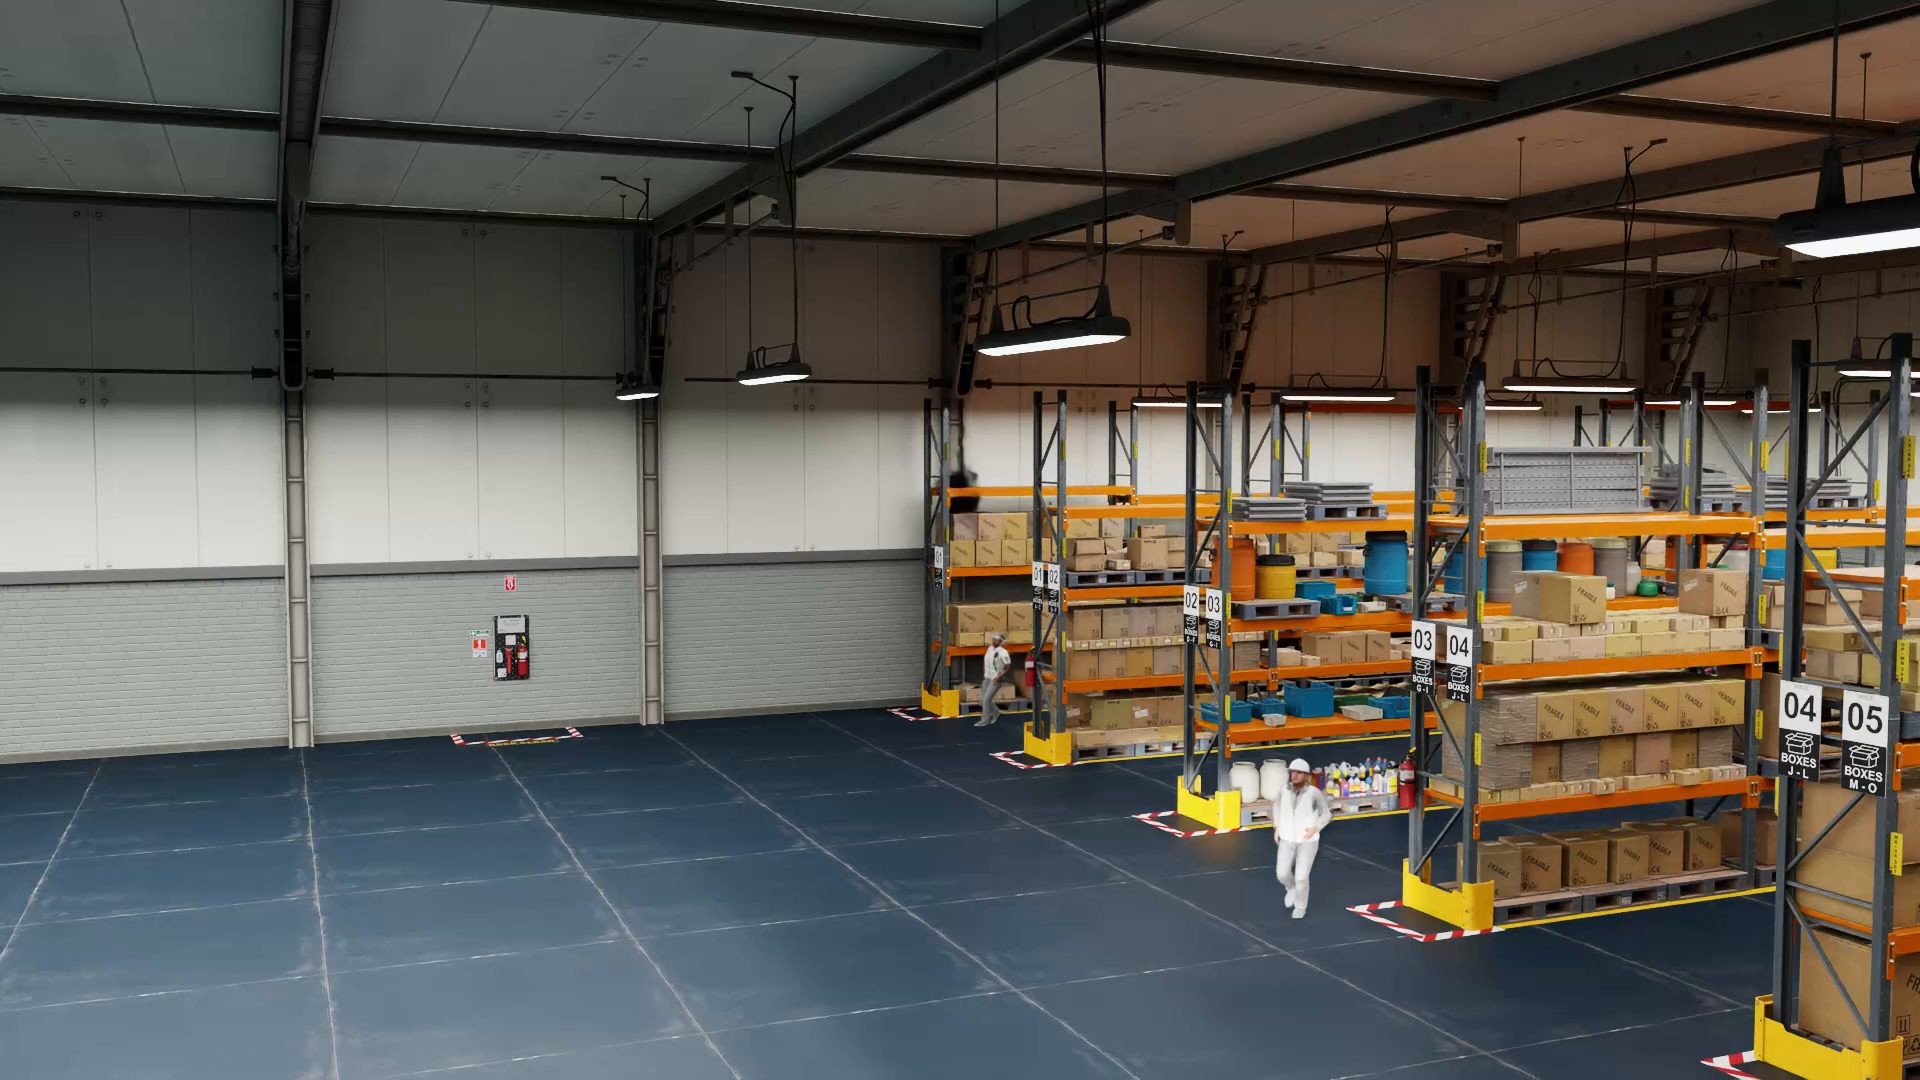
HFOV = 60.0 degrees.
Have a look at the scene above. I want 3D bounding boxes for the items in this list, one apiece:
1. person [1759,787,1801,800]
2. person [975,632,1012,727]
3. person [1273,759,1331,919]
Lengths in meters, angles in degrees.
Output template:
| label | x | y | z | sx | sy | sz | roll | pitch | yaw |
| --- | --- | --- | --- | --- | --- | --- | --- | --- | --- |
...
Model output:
| label | x | y | z | sx | sy | sz | roll | pitch | yaw |
| --- | --- | --- | --- | --- | --- | --- | --- | --- | --- |
| person | 11.767 | 2.848 | 23.942 | 0.935 | 1.796 | 0.656 | -2 | 4 | -32 |
| person | 0.628 | 2.386 | 28.571 | 0.619 | 1.659 | 0.562 | 3 | 5 | 44 |
| person | 3.685 | 3.238 | 18.056 | 0.677 | 1.739 | 0.580 | 2 | 4 | 27 |
